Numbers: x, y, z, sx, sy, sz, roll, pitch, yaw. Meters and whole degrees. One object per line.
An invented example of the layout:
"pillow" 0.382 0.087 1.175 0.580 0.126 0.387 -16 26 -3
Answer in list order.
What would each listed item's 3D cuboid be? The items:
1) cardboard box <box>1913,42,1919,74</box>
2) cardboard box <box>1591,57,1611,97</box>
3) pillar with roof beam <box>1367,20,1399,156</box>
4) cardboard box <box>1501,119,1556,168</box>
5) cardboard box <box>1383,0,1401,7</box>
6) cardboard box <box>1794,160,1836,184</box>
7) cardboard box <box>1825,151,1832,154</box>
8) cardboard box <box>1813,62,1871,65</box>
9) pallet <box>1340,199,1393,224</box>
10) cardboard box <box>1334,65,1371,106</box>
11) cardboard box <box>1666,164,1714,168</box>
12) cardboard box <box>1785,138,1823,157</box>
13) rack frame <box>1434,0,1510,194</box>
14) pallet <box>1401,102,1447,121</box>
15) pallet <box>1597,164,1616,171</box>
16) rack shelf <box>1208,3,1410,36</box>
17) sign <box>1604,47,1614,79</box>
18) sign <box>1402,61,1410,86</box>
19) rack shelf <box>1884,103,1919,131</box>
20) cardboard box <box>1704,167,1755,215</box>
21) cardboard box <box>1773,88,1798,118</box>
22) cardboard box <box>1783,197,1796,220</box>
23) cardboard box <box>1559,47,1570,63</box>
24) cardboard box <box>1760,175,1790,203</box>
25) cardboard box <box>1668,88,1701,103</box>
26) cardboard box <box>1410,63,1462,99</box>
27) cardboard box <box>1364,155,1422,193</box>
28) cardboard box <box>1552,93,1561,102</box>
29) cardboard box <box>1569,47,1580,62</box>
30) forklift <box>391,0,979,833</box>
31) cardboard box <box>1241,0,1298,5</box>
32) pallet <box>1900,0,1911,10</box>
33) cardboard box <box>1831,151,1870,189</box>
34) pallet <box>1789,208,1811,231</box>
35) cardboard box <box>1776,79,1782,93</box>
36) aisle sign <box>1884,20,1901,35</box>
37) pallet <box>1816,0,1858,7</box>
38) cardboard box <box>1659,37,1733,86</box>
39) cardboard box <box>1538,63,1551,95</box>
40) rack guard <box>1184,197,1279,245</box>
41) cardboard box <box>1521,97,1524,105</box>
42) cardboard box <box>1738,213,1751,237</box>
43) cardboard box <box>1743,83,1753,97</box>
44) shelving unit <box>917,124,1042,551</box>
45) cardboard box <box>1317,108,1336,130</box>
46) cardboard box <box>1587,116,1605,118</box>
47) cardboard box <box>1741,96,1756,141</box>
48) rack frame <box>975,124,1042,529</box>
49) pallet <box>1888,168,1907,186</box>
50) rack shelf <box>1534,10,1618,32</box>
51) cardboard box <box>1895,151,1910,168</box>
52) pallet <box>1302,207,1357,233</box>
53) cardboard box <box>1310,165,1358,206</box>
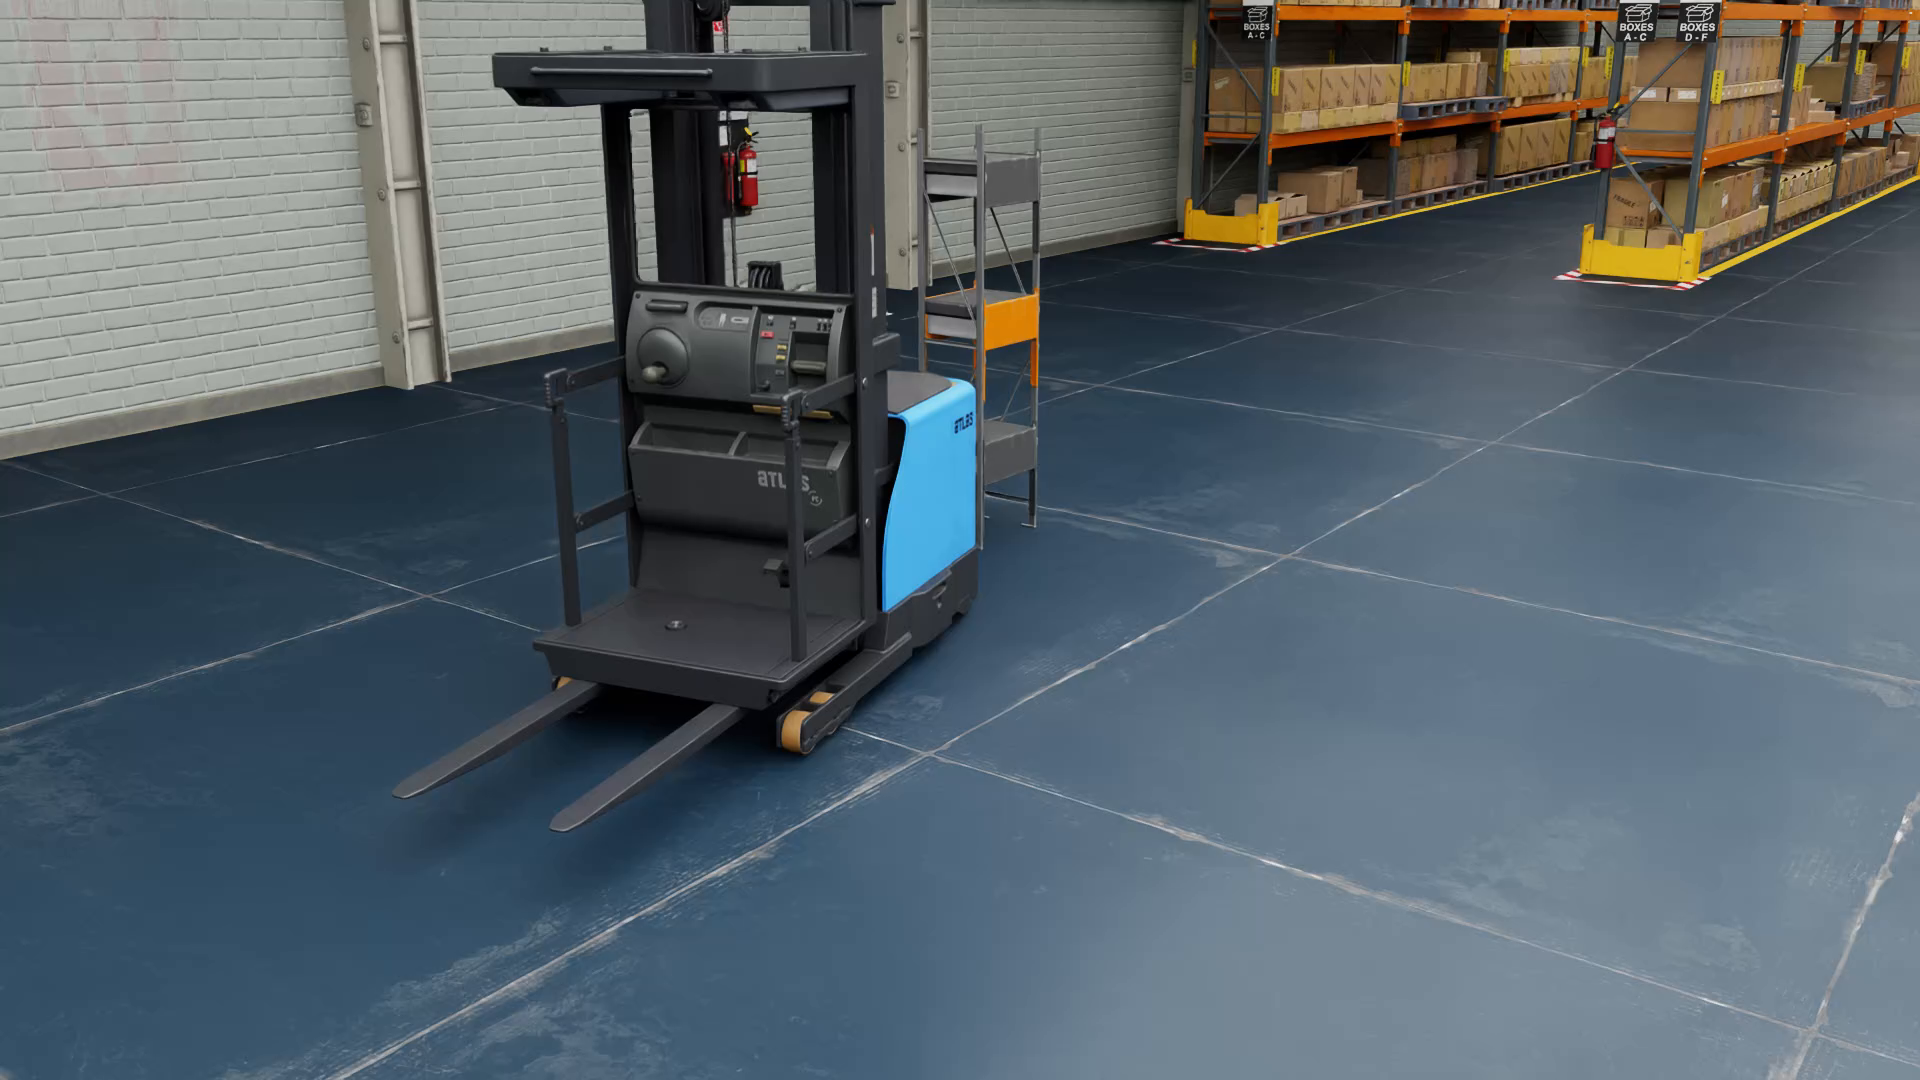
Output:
"cardboard box" 15.580 -7.976 27.515 0.500 0.500 0.500 12 21 33
"cardboard box" 11.680 -8.635 30.986 0.980 0.700 0.700 11 20 32
"pillar with roof beam" 10.084 -9.012 22.591 9.100 9.000 0.400 12 21 35
"cardboard box" 9.669 -6.801 28.504 0.750 0.750 0.750 13 22 36
"cardboard box" 5.608 -7.437 22.375 0.500 0.500 0.500 13 22 36
"cardboard box" 11.962 -5.177 23.340 0.500 0.311 0.500 13 22 36
"cardboard box" 13.061 -5.720 25.578 0.500 0.500 0.500 11 21 33
"cardboard box" 13.639 -7.143 25.810 0.500 0.500 0.700 -16 23 -42
"pallet" 5.341 -4.614 23.246 1.003 0.211 1.213 12 21 35
"cardboard box" 5.077 -6.003 21.971 0.500 0.500 0.500 12 21 33
"cardboard box" 8.874 -4.307 20.220 0.500 0.500 0.500 12 21 35
"cardboard box" 12.475 -5.843 24.710 0.500 0.250 0.500 13 22 37
"rack frame" 8.096 -7.065 26.435 1.000 3.000 0.127 12 21 35
"pallet" 6.285 -6.177 23.899 1.003 0.211 1.213 12 21 35
"pallet" 11.721 -7.145 31.395 1.003 0.211 1.213 12 21 35
"rack shelf" 4.521 -6.724 21.495 1.077 0.370 4.000 12 21 35
"sign" 6.882 -5.050 17.596 0.100 0.325 0.005 12 21 35
"sign" 6.153 -6.431 22.936 0.100 0.325 0.005 12 21 35
"rack shelf" 15.651 -7.276 28.328 1.077 0.370 4.000 12 21 35
"cardboard box" 8.990 -4.097 19.543 0.500 0.500 0.500 12 21 35
"cardboard box" 10.477 -5.591 21.520 0.500 0.500 0.500 14 22 39
"cardboard box" 10.438 -4.299 21.456 0.500 0.250 0.500 13 22 36
"cardboard box" 10.094 -8.298 28.439 0.500 0.250 0.500 13 21 36
"cardboard box" 10.139 -4.447 20.989 0.500 0.311 0.500 13 21 35
"cardboard box" 7.716 -4.698 17.551 0.380 0.149 0.250 12 21 34
"cardboard box" 7.099 -6.908 25.021 0.700 0.500 0.500 12 21 35
"cardboard box" 6.405 -5.438 24.672 0.700 0.500 0.500 12 21 34
"cardboard box" 10.073 -7.585 28.501 0.380 0.149 0.250 12 21 35
"cardboard box" 10.406 -8.418 28.826 0.500 0.250 0.500 13 22 36
"forklift" -0.946 -0.744 6.197 1.130 2.935 3.031 7 19 21
"cardboard box" 3.729 -6.684 19.951 0.500 0.500 0.500 13 22 36
"pallet" 14.015 -8.343 25.810 1.213 0.211 1.003 12 21 35
"cardboard box" 13.494 -5.634 25.301 0.500 0.500 0.500 12 21 33
"pallet" 10.827 -4.380 22.492 1.003 0.211 1.213 12 21 35
"cardboard box" 9.703 -5.492 20.110 0.380 0.149 0.250 12 21 35
"aisle sign" 16.648 -9.405 29.589 0.394 0.787 0.004 12 21 35
"pallet" 11.080 -7.088 21.772 1.003 0.211 1.213 14 22 37
"cardboard box" 7.938 -5.200 18.074 0.700 0.500 0.500 12 21 33
"cardboard box" 9.511 -7.701 27.780 0.500 0.500 0.500 13 22 36
"rack guard" 3.374 -3.983 20.728 1.175 0.500 0.348 12 21 35
"cardboard box" 9.060 -7.243 27.401 0.380 0.149 0.250 13 21 36
"cardboard box" 9.000 -3.737 19.647 0.500 0.250 0.500 12 21 35
"cardboard box" 8.789 -5.126 18.931 0.380 0.149 0.250 13 22 36
"shelving unit" 0.099 -1.042 8.559 0.431 2.100 0.503 12 21 35
"cardboard box" 4.481 -5.404 21.306 0.500 0.250 0.500 12 21 34
"cardboard box" 12.439 -8.167 32.399 0.380 0.149 0.250 13 21 35
"cardboard box" 8.822 -4.933 19.402 0.700 0.500 0.500 13 21 35
"rack frame" 0.244 -1.100 8.746 0.400 2.100 0.015 12 21 35
"pallet" 15.596 -6.266 28.567 1.003 0.211 1.213 12 21 35
"rack shelf" 11.671 -9.583 30.699 1.077 0.370 4.000 12 21 35
"cardboard box" 16.127 -6.598 28.829 0.500 0.250 0.500 12 21 35
"pallet" 4.614 -4.322 22.306 1.003 0.211 1.213 12 21 35
"cardboard box" 5.126 -4.874 22.854 0.500 0.500 0.500 11 20 31
